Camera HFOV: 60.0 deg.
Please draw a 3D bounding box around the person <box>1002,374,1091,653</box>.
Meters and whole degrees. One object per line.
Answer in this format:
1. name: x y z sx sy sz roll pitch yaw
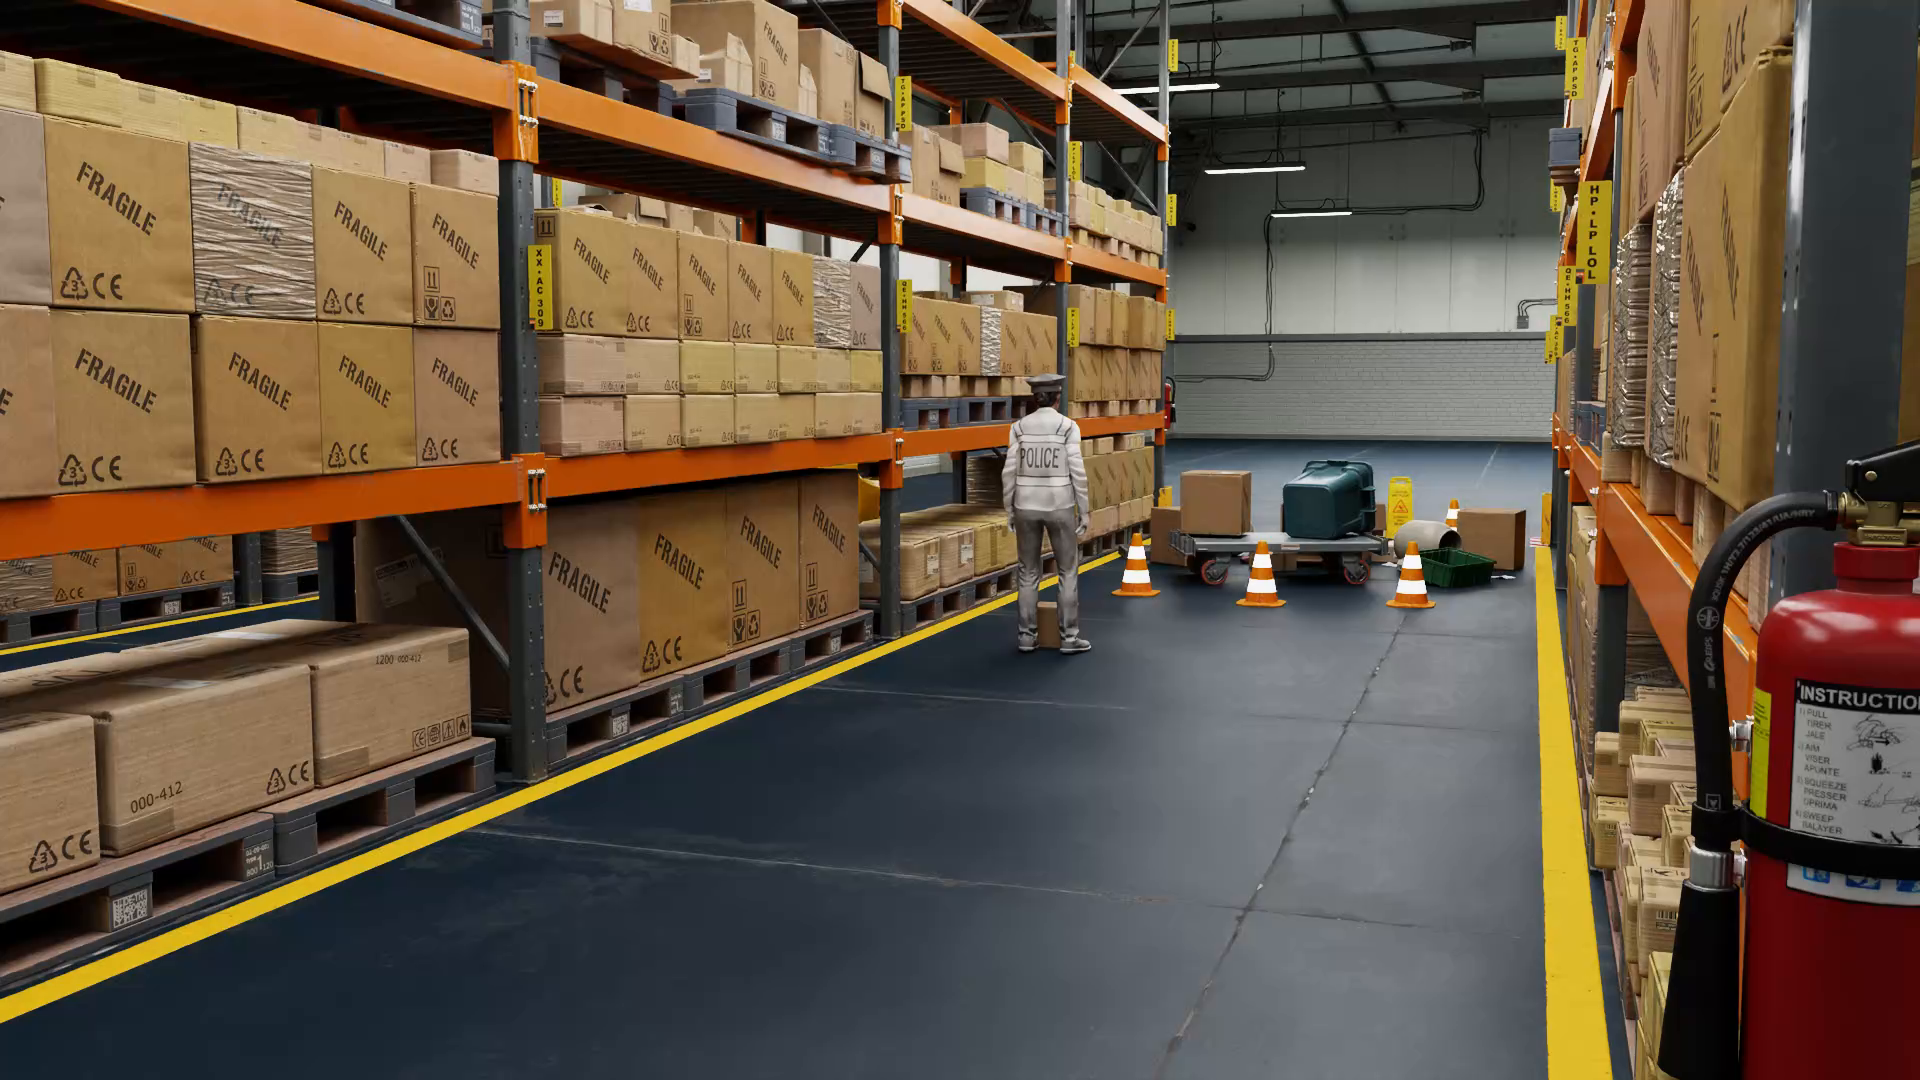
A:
1. person: 0.515 -0.159 9.932 0.526 1.663 0.375 2 6 18
